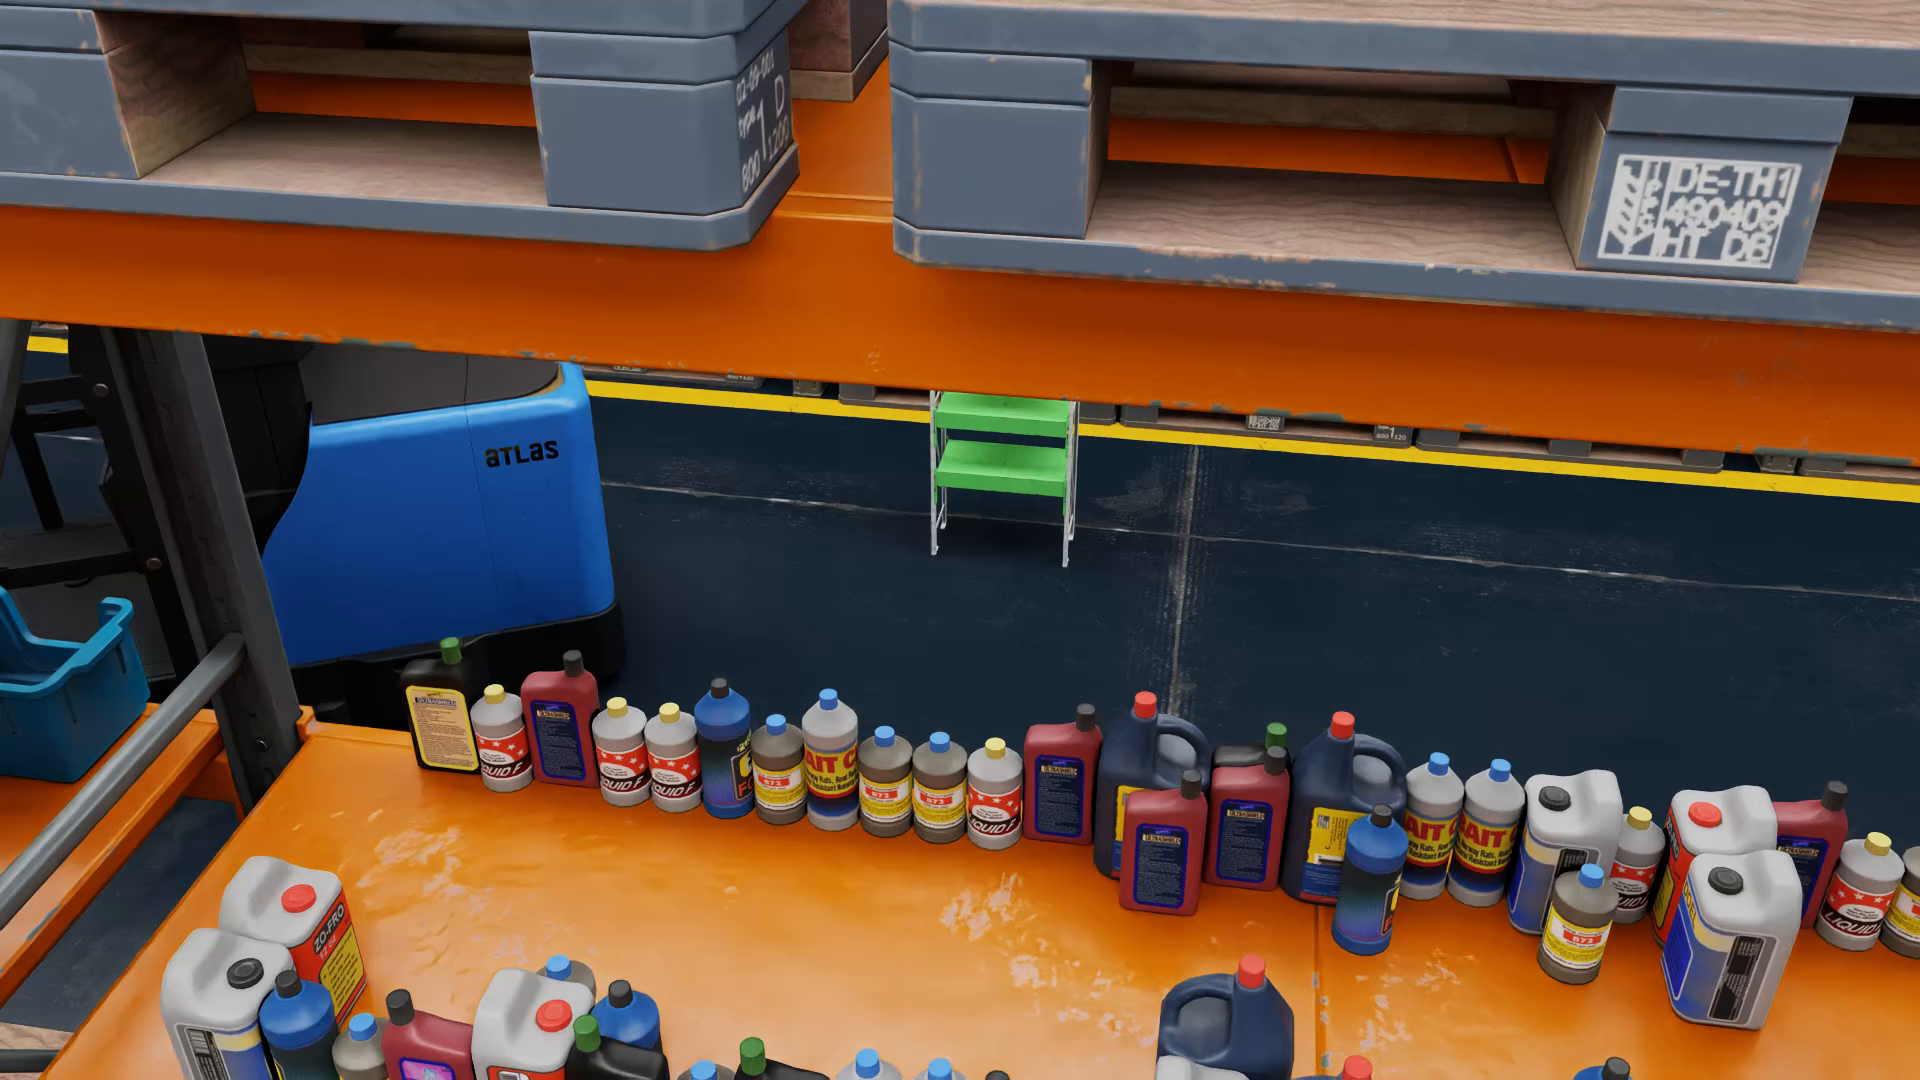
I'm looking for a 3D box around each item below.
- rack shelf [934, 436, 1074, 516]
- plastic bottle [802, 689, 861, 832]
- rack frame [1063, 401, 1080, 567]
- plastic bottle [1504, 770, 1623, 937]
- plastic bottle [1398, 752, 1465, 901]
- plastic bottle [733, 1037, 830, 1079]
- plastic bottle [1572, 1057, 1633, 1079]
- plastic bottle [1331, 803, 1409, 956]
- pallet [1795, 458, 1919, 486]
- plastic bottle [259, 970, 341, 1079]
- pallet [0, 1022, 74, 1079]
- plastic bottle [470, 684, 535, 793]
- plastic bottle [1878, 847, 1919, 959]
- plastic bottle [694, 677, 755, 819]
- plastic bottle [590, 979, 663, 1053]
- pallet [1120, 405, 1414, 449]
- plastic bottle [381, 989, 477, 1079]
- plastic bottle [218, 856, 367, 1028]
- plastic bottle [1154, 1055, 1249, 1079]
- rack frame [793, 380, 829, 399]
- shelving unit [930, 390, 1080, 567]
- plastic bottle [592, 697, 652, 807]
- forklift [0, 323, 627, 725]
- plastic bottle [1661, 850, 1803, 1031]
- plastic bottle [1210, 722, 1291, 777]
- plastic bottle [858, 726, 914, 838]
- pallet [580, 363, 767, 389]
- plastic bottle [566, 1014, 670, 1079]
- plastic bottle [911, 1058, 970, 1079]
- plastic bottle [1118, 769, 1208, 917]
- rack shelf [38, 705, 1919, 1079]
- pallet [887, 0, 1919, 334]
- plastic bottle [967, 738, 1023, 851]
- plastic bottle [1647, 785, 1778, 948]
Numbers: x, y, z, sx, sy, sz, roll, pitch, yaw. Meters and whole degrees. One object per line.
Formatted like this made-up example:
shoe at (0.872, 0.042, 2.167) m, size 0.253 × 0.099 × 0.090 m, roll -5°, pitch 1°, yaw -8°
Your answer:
rack shelf at (0.163, -0.236, 6.069) m, size 0.480 × 0.148 × 0.258 m, roll 5°, pitch 32°, yaw 8°
plastic bottle at (-0.227, 0.380, 2.936) m, size 0.097 × 0.271 × 0.097 m, roll 0°, pitch 32°, yaw 0°
rack frame at (0.404, -0.472, 5.873) m, size 0.015 × 1.200 × 0.240 m, roll 5°, pitch 32°, yaw 8°
plastic bottle at (0.990, 0.503, 2.736) m, size 0.135 × 0.276 × 0.152 m, roll 5°, pitch 32°, yaw 8°
plastic bottle at (0.784, 0.472, 2.790) m, size 0.097 × 0.271 × 0.097 m, roll 0°, pitch 32°, yaw 0°
plastic bottle at (-0.239, 0.792, 2.267) m, size 0.133 × 0.283 × 0.061 m, roll 5°, pitch 32°, yaw 8°
plastic bottle at (0.865, 0.806, 2.257) m, size 0.097 × 0.271 × 0.097 m, roll 0°, pitch 32°, yaw 0°
plastic bottle at (0.664, 0.539, 2.684) m, size 0.097 × 0.271 × 0.097 m, roll 0°, pitch 32°, yaw 0°
pallet at (4.037, -0.552, 6.933) m, size 1.213 × 0.211 × 1.003 m, roll 5°, pitch 32°, yaw 8°
plastic bottle at (-0.938, 0.724, 2.387) m, size 0.097 × 0.271 × 0.097 m, roll 0°, pitch 32°, yaw 0°
pallet at (-2.177, 1.530, 3.606) m, size 1.213 × 0.211 × 1.003 m, roll 5°, pitch 32°, yaw 8°
plastic bottle at (-0.838, 0.355, 3.043) m, size 0.097 × 0.201 × 0.097 m, roll 0°, pitch 32°, yaw 0°
plastic bottle at (1.565, 0.572, 2.696) m, size 0.097 × 0.201 × 0.097 m, roll 0°, pitch 32°, yaw 0°
plastic bottle at (-0.419, 0.363, 2.964) m, size 0.097 × 0.271 × 0.097 m, roll 0°, pitch 32°, yaw 0°
plastic bottle at (-0.471, 0.734, 2.371) m, size 0.097 × 0.271 × 0.097 m, roll 0°, pitch 32°, yaw 0°
pallet at (1.346, -0.774, 7.288) m, size 1.213 × 0.211 × 1.003 m, roll 5°, pitch 32°, yaw 8°
plastic bottle at (-0.731, 0.748, 2.338) m, size 0.133 × 0.283 × 0.061 m, roll 5°, pitch 32°, yaw 8°
plastic bottle at (-1.022, 0.618, 2.552) m, size 0.135 × 0.276 × 0.152 m, roll 5°, pitch 32°, yaw 8°
plastic bottle at (0.320, 0.822, 2.227) m, size 0.135 × 0.276 × 0.152 m, roll 5°, pitch 32°, yaw 8°
rack frame at (-0.582, -2.153, 6.862) m, size 0.127 × 3.000 × 1.000 m, roll 5°, pitch 32°, yaw 8°
shelving unit at (0.163, -0.494, 5.908) m, size 0.503 × 1.200 × 0.258 m, roll 5°, pitch 32°, yaw 8°
plastic bottle at (-0.611, 0.375, 3.011) m, size 0.097 × 0.201 × 0.097 m, roll 0°, pitch 32°, yaw 0°
forklift at (-2.674, -0.774, 4.724) m, size 3.031 × 2.935 × 1.130 m, roll -9°, pitch 33°, yaw -15°
plastic bottle at (1.193, 0.604, 2.575) m, size 0.135 × 0.276 × 0.152 m, roll 5°, pitch 32°, yaw 8°
plastic bottle at (0.491, 0.430, 2.845) m, size 0.133 × 0.283 × 0.061 m, roll 5°, pitch 32°, yaw 8°
plastic bottle at (-0.131, 0.419, 2.941) m, size 0.097 × 0.201 × 0.097 m, roll 0°, pitch 32°, yaw 0°
pallet at (-1.387, -1.065, 7.752) m, size 1.213 × 0.211 × 1.003 m, roll 5°, pitch 32°, yaw 8°
plastic bottle at (-0.467, 0.772, 2.300) m, size 0.133 × 0.283 × 0.061 m, roll 5°, pitch 32°, yaw 8°
plastic bottle at (-0.027, 0.807, 2.255) m, size 0.097 × 0.271 × 0.097 m, roll 0°, pitch 32°, yaw 0°
plastic bottle at (0.336, 0.494, 2.744) m, size 0.133 × 0.283 × 0.061 m, roll 5°, pitch 32°, yaw 8°
rack shelf at (0.552, 0.921, 2.629) m, size 4.000 × 0.370 × 1.077 m, roll 5°, pitch 32°, yaw 8°
pallet at (0.616, -0.515, 1.597) m, size 1.213 × 0.211 × 1.003 m, roll 5°, pitch 32°, yaw 8°
plastic bottle at (0.061, 0.436, 2.913) m, size 0.097 × 0.201 × 0.097 m, roll 0°, pitch 32°, yaw 0°
plastic bottle at (1.219, 0.524, 2.703) m, size 0.135 × 0.276 × 0.152 m, roll 5°, pitch 32°, yaw 8°
